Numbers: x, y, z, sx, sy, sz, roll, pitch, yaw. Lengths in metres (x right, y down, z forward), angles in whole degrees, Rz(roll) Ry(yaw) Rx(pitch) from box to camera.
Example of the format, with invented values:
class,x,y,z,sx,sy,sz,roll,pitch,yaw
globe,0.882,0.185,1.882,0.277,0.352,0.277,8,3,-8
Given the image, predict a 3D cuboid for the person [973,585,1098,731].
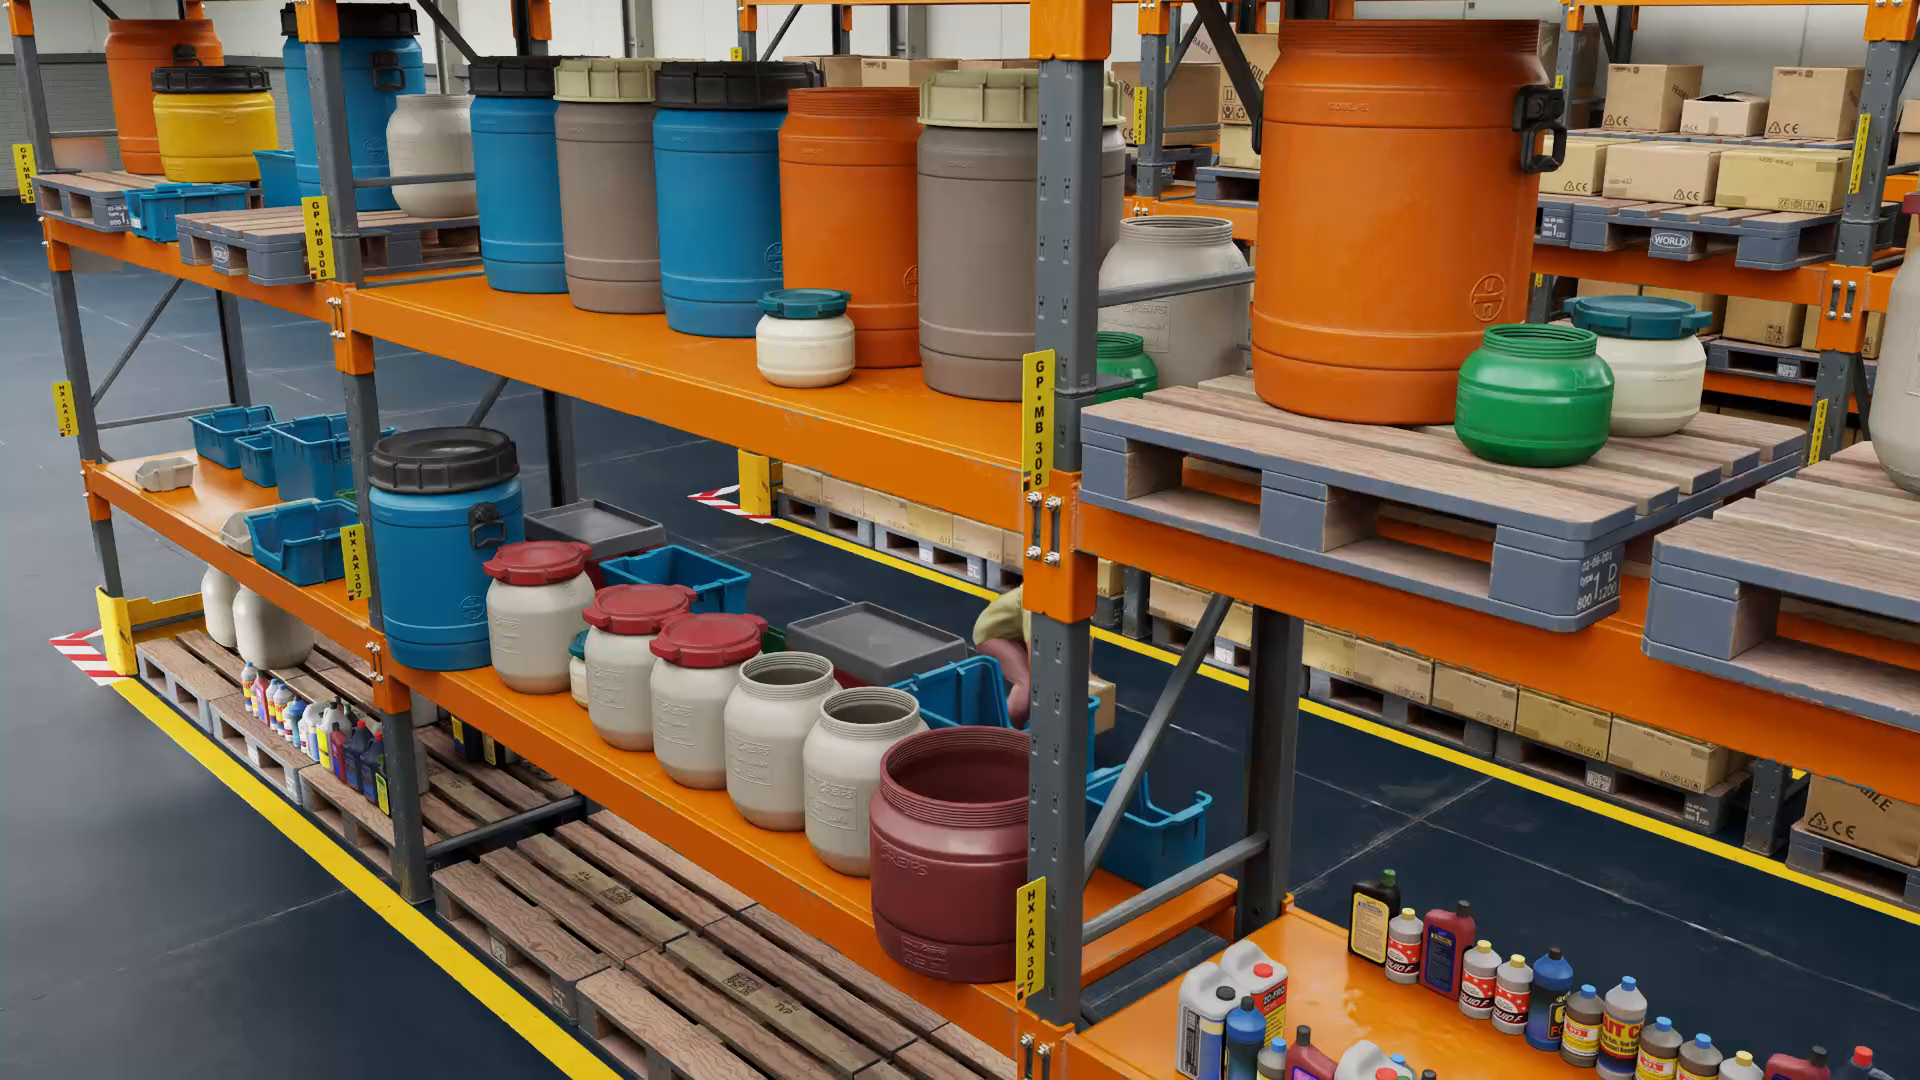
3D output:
class,x,y,z,sx,sy,sz,roll,pitch,yaw
person,0.434,0.602,9.147,0.494,1.069,0.758,-16,23,-41
